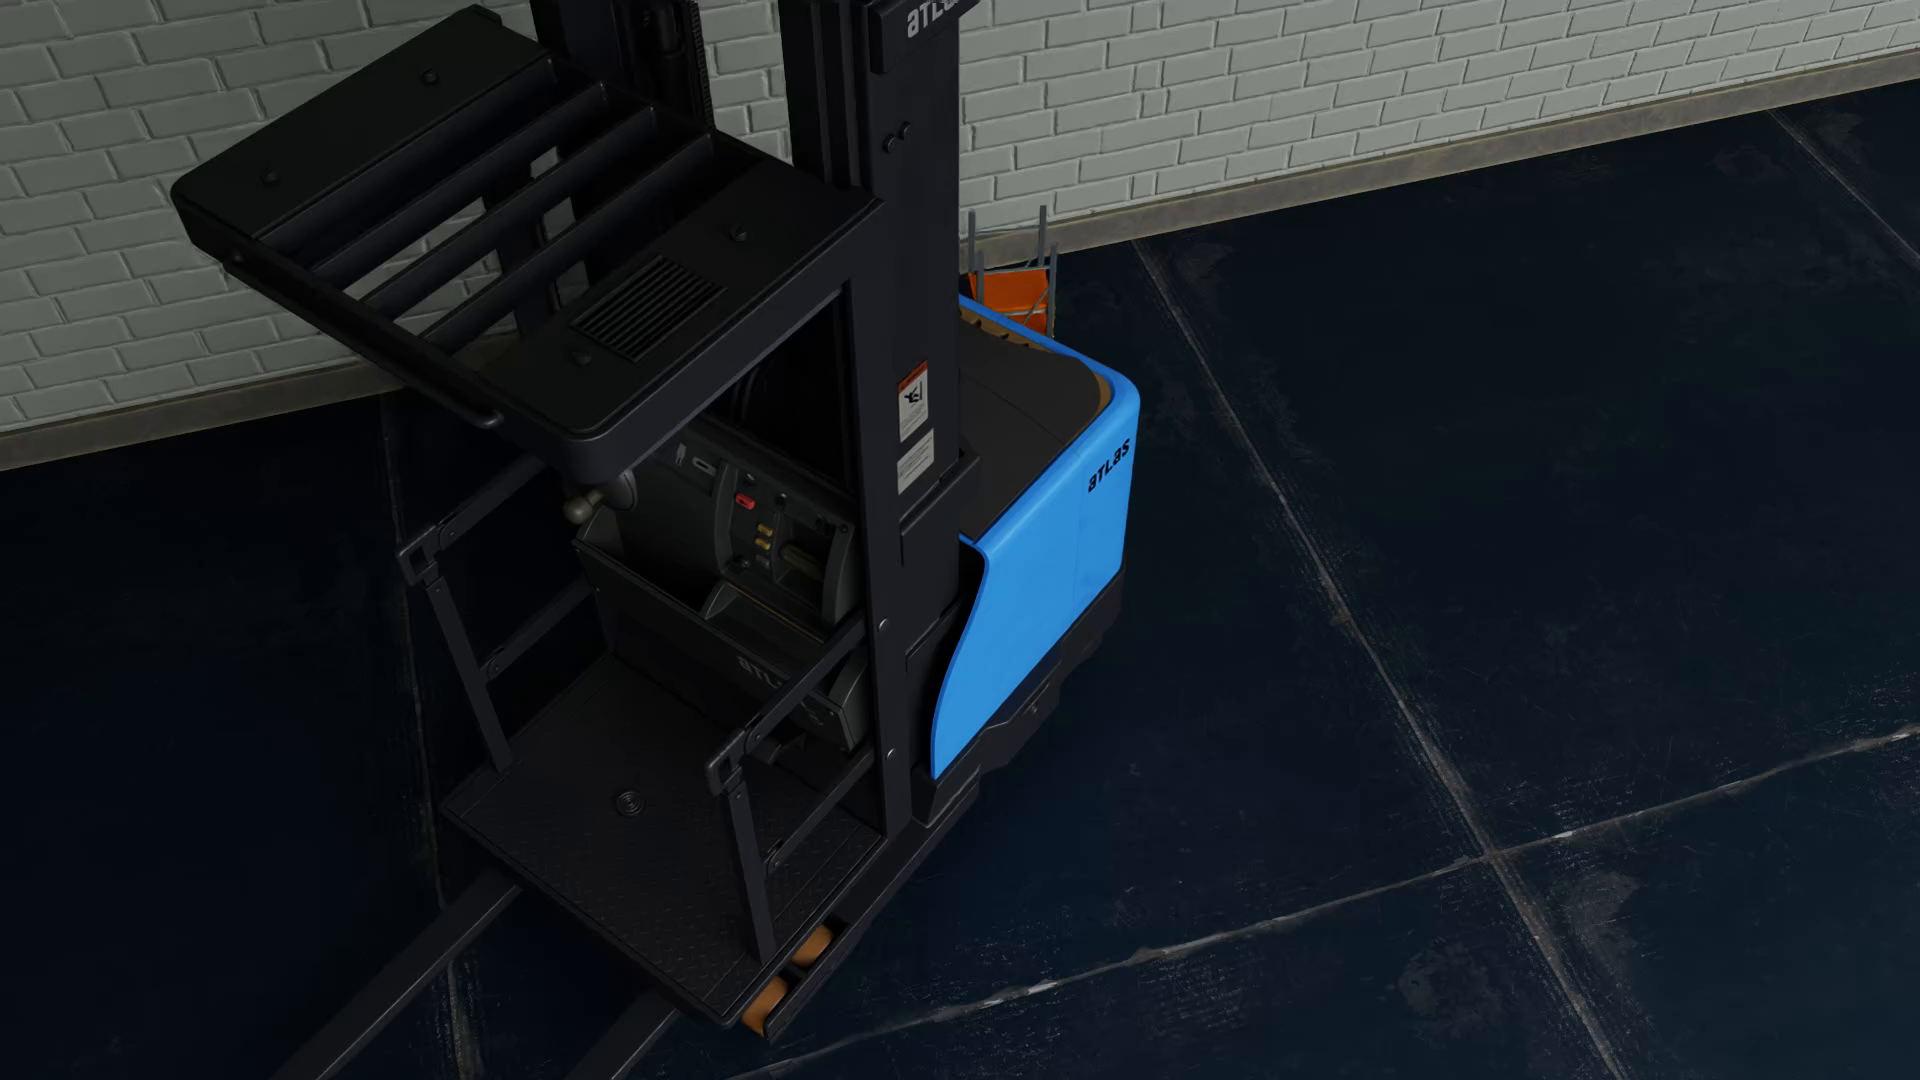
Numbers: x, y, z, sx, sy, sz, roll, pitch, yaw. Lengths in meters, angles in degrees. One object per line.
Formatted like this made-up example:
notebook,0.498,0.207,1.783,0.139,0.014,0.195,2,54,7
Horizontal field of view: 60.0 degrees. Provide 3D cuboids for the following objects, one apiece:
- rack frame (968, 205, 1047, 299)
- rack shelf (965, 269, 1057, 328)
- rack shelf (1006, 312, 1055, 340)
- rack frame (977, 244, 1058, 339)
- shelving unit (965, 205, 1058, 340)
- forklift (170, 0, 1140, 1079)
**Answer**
rack frame,0.144,-0.614,5.482,0.240,1.200,0.006,-6,50,-5
rack shelf,0.157,-0.748,5.183,0.258,0.103,0.180,-6,50,-5
rack shelf,0.157,-0.670,5.275,0.258,0.103,0.180,-6,50,-5
rack frame,0.170,-0.475,5.366,0.240,1.200,0.006,-6,50,-5
shelving unit,0.157,-0.544,5.424,0.258,1.200,0.189,-6,50,-5
forklift,-0.752,-0.012,3.843,1.130,2.935,3.031,30,56,23
